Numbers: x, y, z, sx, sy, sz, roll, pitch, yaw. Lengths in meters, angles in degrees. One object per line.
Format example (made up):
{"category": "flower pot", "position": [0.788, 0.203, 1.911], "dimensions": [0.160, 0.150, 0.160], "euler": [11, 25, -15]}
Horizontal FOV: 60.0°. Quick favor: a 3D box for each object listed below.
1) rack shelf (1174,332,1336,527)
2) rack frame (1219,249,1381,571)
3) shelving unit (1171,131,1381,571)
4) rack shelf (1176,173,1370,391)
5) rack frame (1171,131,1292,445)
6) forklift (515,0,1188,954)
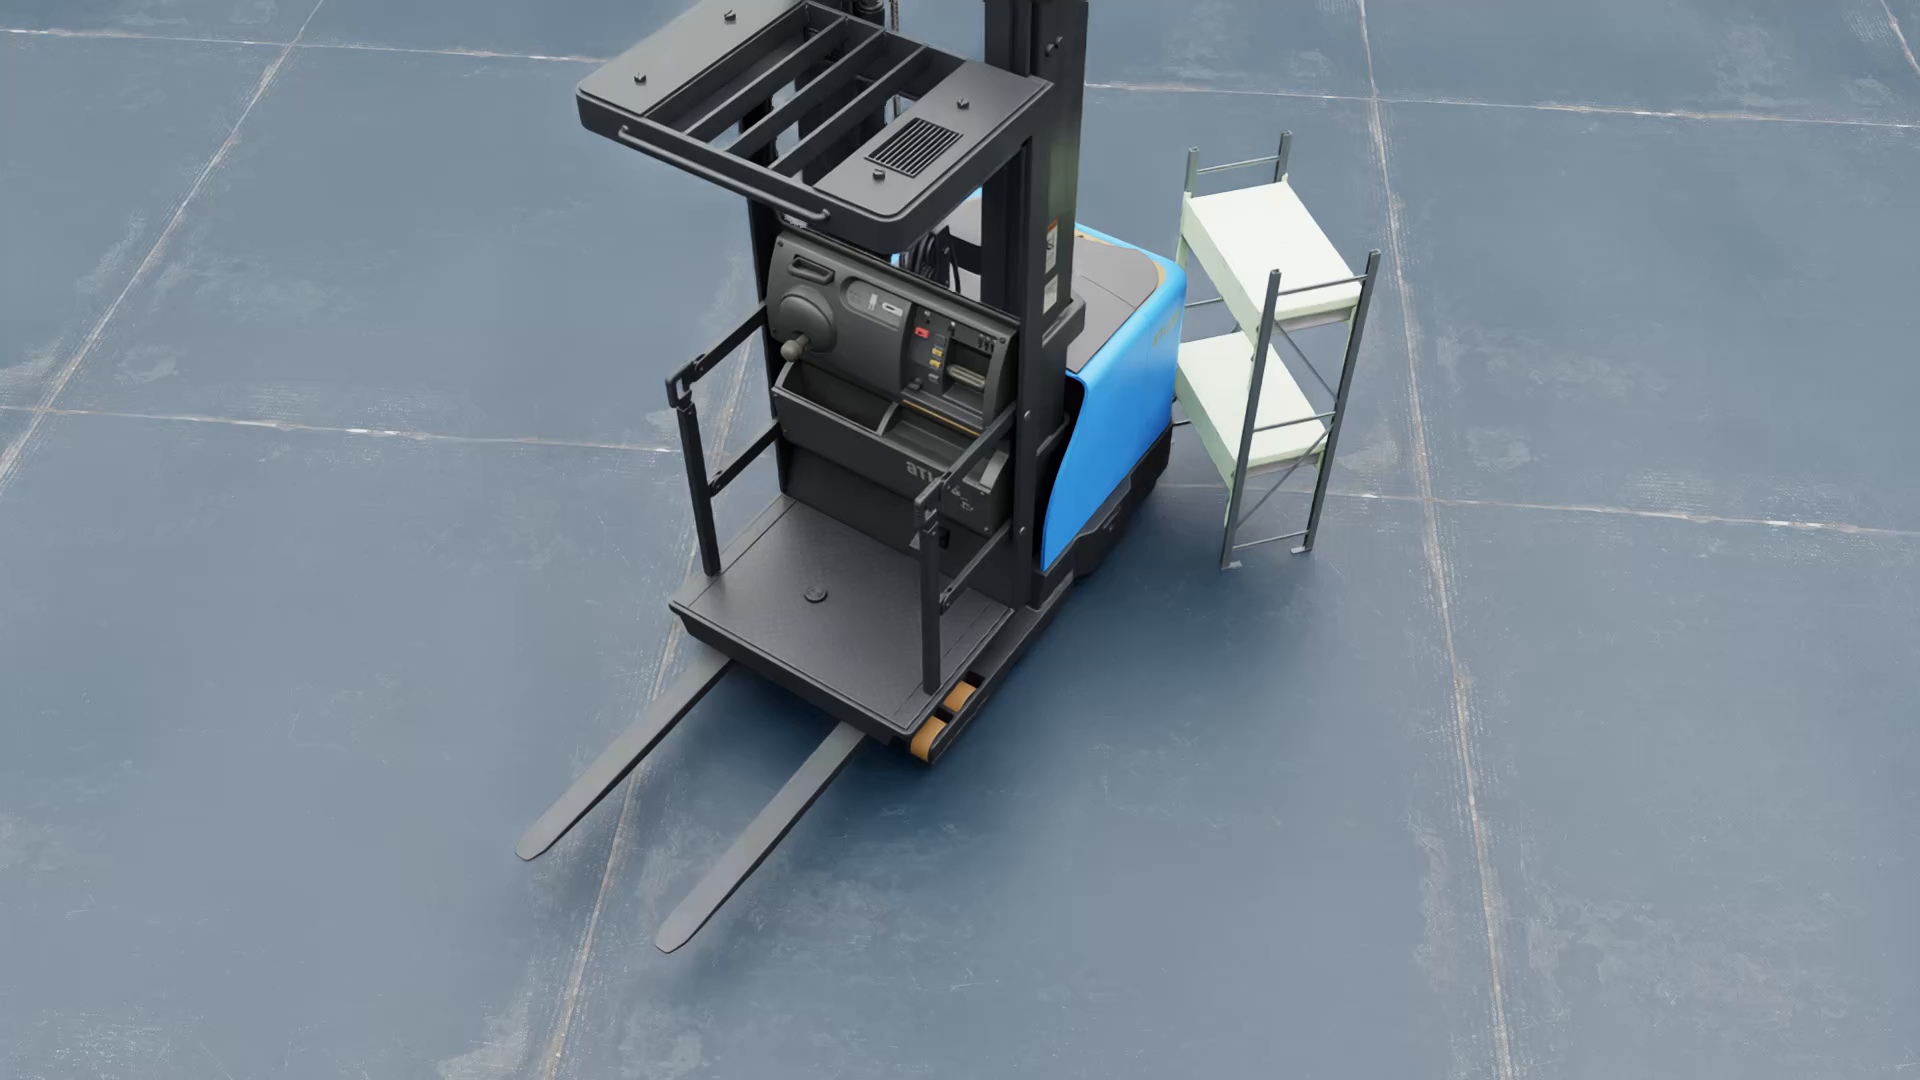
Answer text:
{"category": "rack shelf", "position": [1.130, -0.472, 6.633], "dimensions": [0.431, 0.370, 0.720], "euler": [-12, 49, -11]}
{"category": "rack frame", "position": [1.234, -0.433, 6.155], "dimensions": [0.400, 1.500, 0.023], "euler": [-12, 49, -11]}
{"category": "shelving unit", "position": [1.130, -0.692, 6.392], "dimensions": [0.431, 1.500, 0.755], "euler": [-12, 49, -11]}
{"category": "rack shelf", "position": [1.130, -0.955, 6.104], "dimensions": [0.431, 0.370, 0.720], "euler": [-12, 49, -11]}
{"category": "rack frame", "position": [1.026, -0.951, 6.629], "dimensions": [0.400, 1.500, 0.023], "euler": [-12, 49, -11]}
{"category": "forklift", "position": [-0.362, -0.591, 5.330], "dimensions": [1.130, 2.935, 3.031], "euler": [26, 53, 22]}
